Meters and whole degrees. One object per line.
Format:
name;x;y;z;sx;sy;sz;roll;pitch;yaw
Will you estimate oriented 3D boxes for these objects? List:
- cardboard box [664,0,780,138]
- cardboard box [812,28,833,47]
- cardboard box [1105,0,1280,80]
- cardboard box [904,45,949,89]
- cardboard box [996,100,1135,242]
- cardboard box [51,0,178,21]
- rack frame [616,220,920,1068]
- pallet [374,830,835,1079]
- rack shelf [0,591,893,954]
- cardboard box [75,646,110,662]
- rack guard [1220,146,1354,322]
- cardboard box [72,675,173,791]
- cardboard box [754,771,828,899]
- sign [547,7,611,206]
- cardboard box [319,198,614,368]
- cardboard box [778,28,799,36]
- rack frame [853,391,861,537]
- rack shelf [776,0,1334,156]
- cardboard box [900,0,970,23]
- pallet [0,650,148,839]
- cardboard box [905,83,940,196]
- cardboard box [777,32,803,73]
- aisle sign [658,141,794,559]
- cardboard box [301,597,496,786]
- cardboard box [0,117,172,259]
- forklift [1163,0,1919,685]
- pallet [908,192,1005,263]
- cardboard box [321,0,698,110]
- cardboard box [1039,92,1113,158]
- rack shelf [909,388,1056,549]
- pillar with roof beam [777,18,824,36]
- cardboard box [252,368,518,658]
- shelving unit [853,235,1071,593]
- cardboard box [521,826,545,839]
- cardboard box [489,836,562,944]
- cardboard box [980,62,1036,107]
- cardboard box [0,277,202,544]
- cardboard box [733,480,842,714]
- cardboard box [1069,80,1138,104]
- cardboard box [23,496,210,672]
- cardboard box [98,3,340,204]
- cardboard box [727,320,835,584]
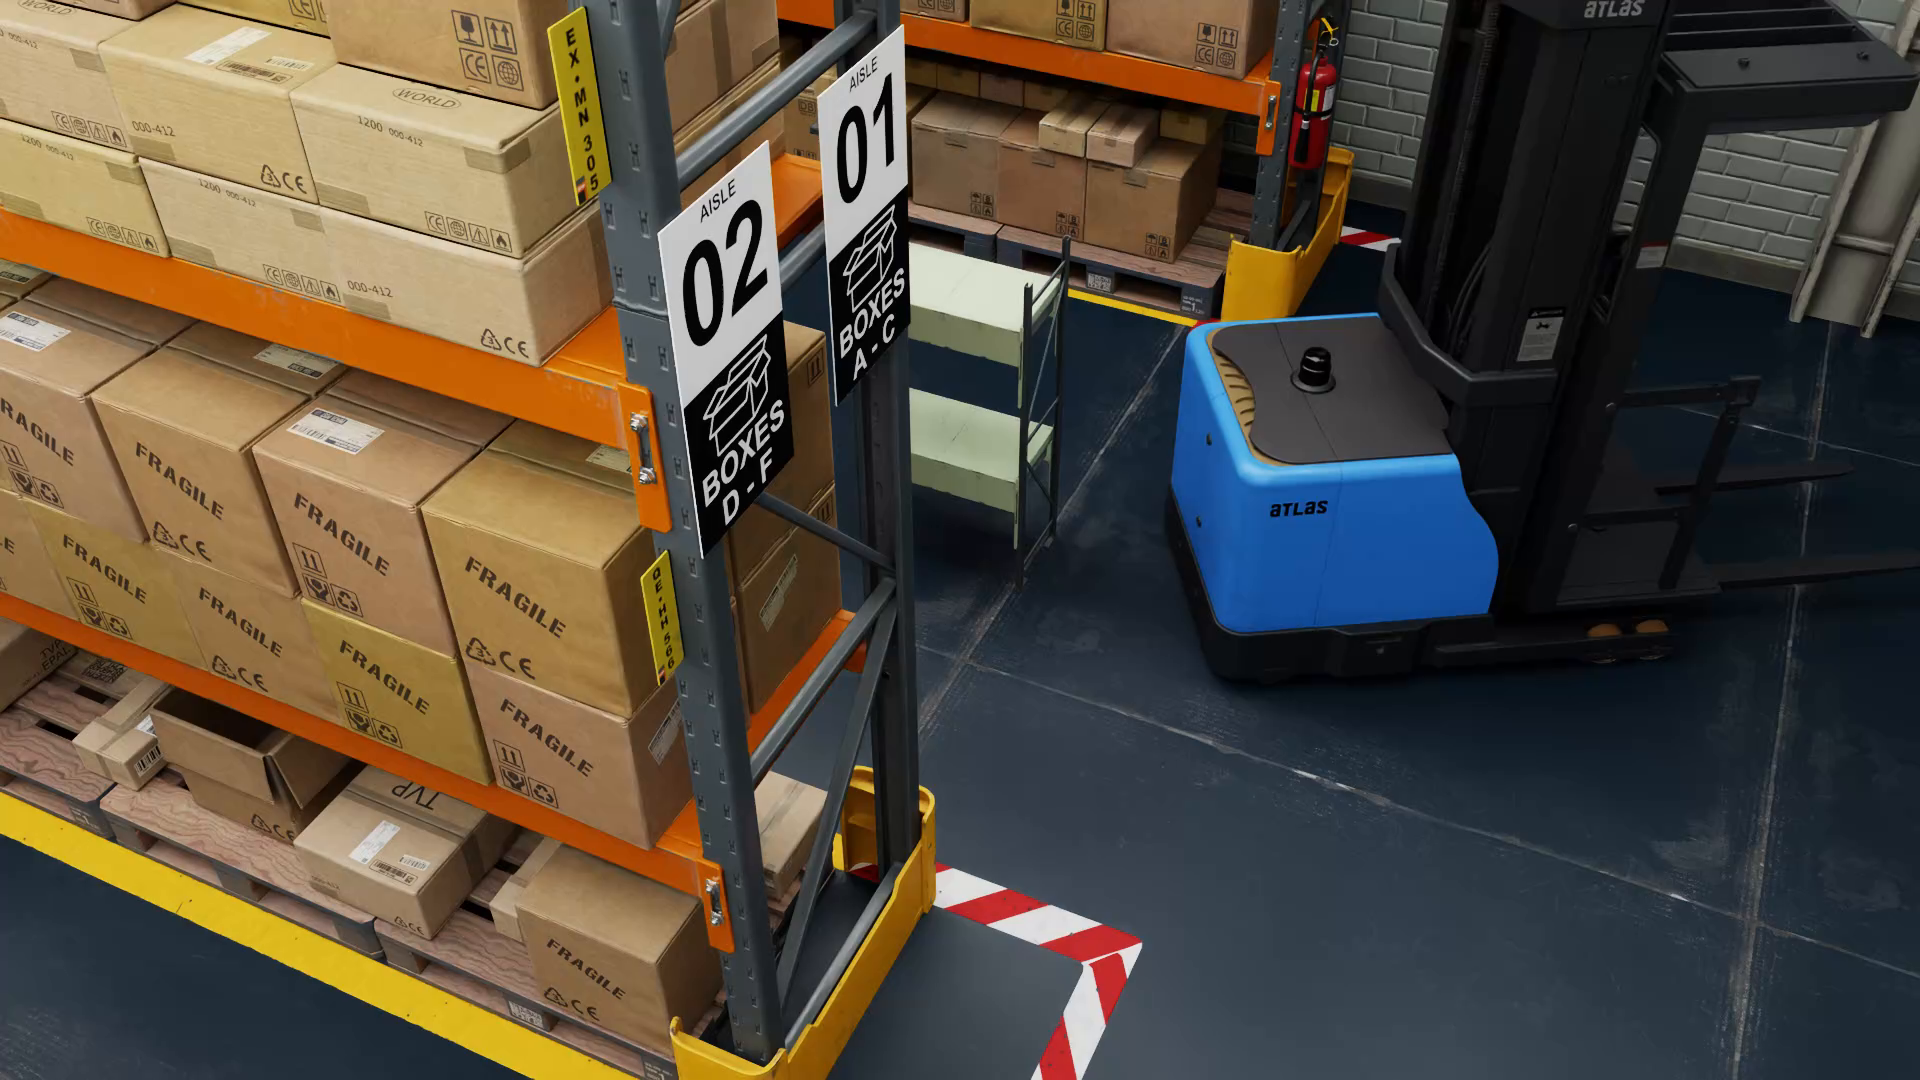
cardboard box;-0.751;-1.155;3.736;0.500;0.250;0.500;17;44;19
cardboard box;-0.625;-2.774;9.253;0.250;0.149;0.380;16;43;17
cardboard box;1.229;-2.783;7.941;0.700;0.700;0.980;19;44;21
cardboard box;-0.162;-2.632;9.090;0.250;0.149;0.380;16;43;18
cardboard box;0.565;-2.021;8.880;0.500;0.500;0.700;17;44;19
cardboard box;-1.784;-1.538;3.605;0.500;0.500;0.700;17;44;19
rack frame;-0.396;0.407;4.490;0.127;3.000;1.000;17;44;19
pallet;-1.187;1.220;5.682;1.213;0.211;1.003;17;44;19
rack shelf;-2.208;0.125;5.365;4.000;0.370;1.077;17;44;19
cardboard box;-3.384;0.067;6.455;0.500;0.500;0.500;17;44;19
rack guard;1.717;-1.583;8.695;0.348;0.500;1.175;17;44;19
cardboard box;-2.944;0.682;6.000;0.250;0.166;0.380;17;44;19
cardboard box;-0.630;0.998;5.649;0.250;0.149;0.380;17;44;19
sign;-0.648;-0.737;2.844;0.005;0.325;0.100;17;44;19
cardboard box;-0.973;-0.656;3.540;0.500;0.250;0.500;17;44;19
cardboard box;-1.295;-2.588;9.534;0.500;0.500;0.700;18;44;19
rack frame;-0.338;-0.670;6.878;0.023;1.500;0.400;17;44;19
rack shelf;-0.117;-2.816;8.758;4.000;0.370;1.077;17;44;19
cardboard box;-0.122;-3.194;8.416;0.700;0.700;0.980;15;43;17
pallet;-3.399;0.544;6.461;1.213;0.211;1.003;17;44;19
cardboard box;-0.377;-2.304;9.205;0.500;0.500;0.700;18;44;20
cardboard box;-1.062;-2.630;9.087;0.250;0.149;0.380;18;44;20
aisle sign;-0.463;-0.375;3.407;0.004;0.787;0.394;17;44;19
cardboard box;-1.388;0.265;4.578;0.500;0.500;0.500;17;44;19
cardboard box;-1.880;-0.931;3.859;0.500;0.250;0.500;17;44;19
forklift;2.437;-0.953;6.112;3.031;2.935;1.130;-4;41;-5
pallet;-0.164;-1.994;9.390;1.213;0.211;1.003;17;44;19
cardboard box;-0.868;-1.275;3.300;0.500;0.500;0.700;17;44;19
cardboard box;0.593;-2.126;8.505;0.250;0.149;0.380;18;44;20
rack shelf;-0.006;-0.322;6.974;0.720;0.370;0.431;17;44;19
pillar with roof beam;-2.750;-3.673;4.617;0.400;9.000;9.100;17;44;19
cardboard box;-1.373;-0.108;4.245;0.500;0.500;0.500;18;44;20
shelving unit;-0.006;-0.569;6.761;0.755;1.500;0.431;17;44;19
cardboard box;-1.222;0.822;5.774;0.500;0.250;0.500;17;44;19
cardboard box;-1.322;1.141;5.470;0.250;0.166;0.380;17;44;19
cardboard box;0.300;-2.491;8.927;0.250;0.149;0.380;18;44;19
cardboard box;-2.311;-0.391;4.571;0.500;0.500;0.500;18;44;20
cardboard box;-0.686;0.090;4.780;0.500;0.500;0.500;18;44;20
cardboard box;0.757;-2.352;8.766;0.250;0.149;0.380;17;44;19
cardboard box;-2.295;-0.016;4.902;0.500;0.500;0.500;16;44;18
cardboard box;-1.422;-0.988;3.542;0.500;0.250;0.500;17;44;19
cardboard box;-0.686;-0.288;4.452;0.500;0.500;0.500;18;44;20
